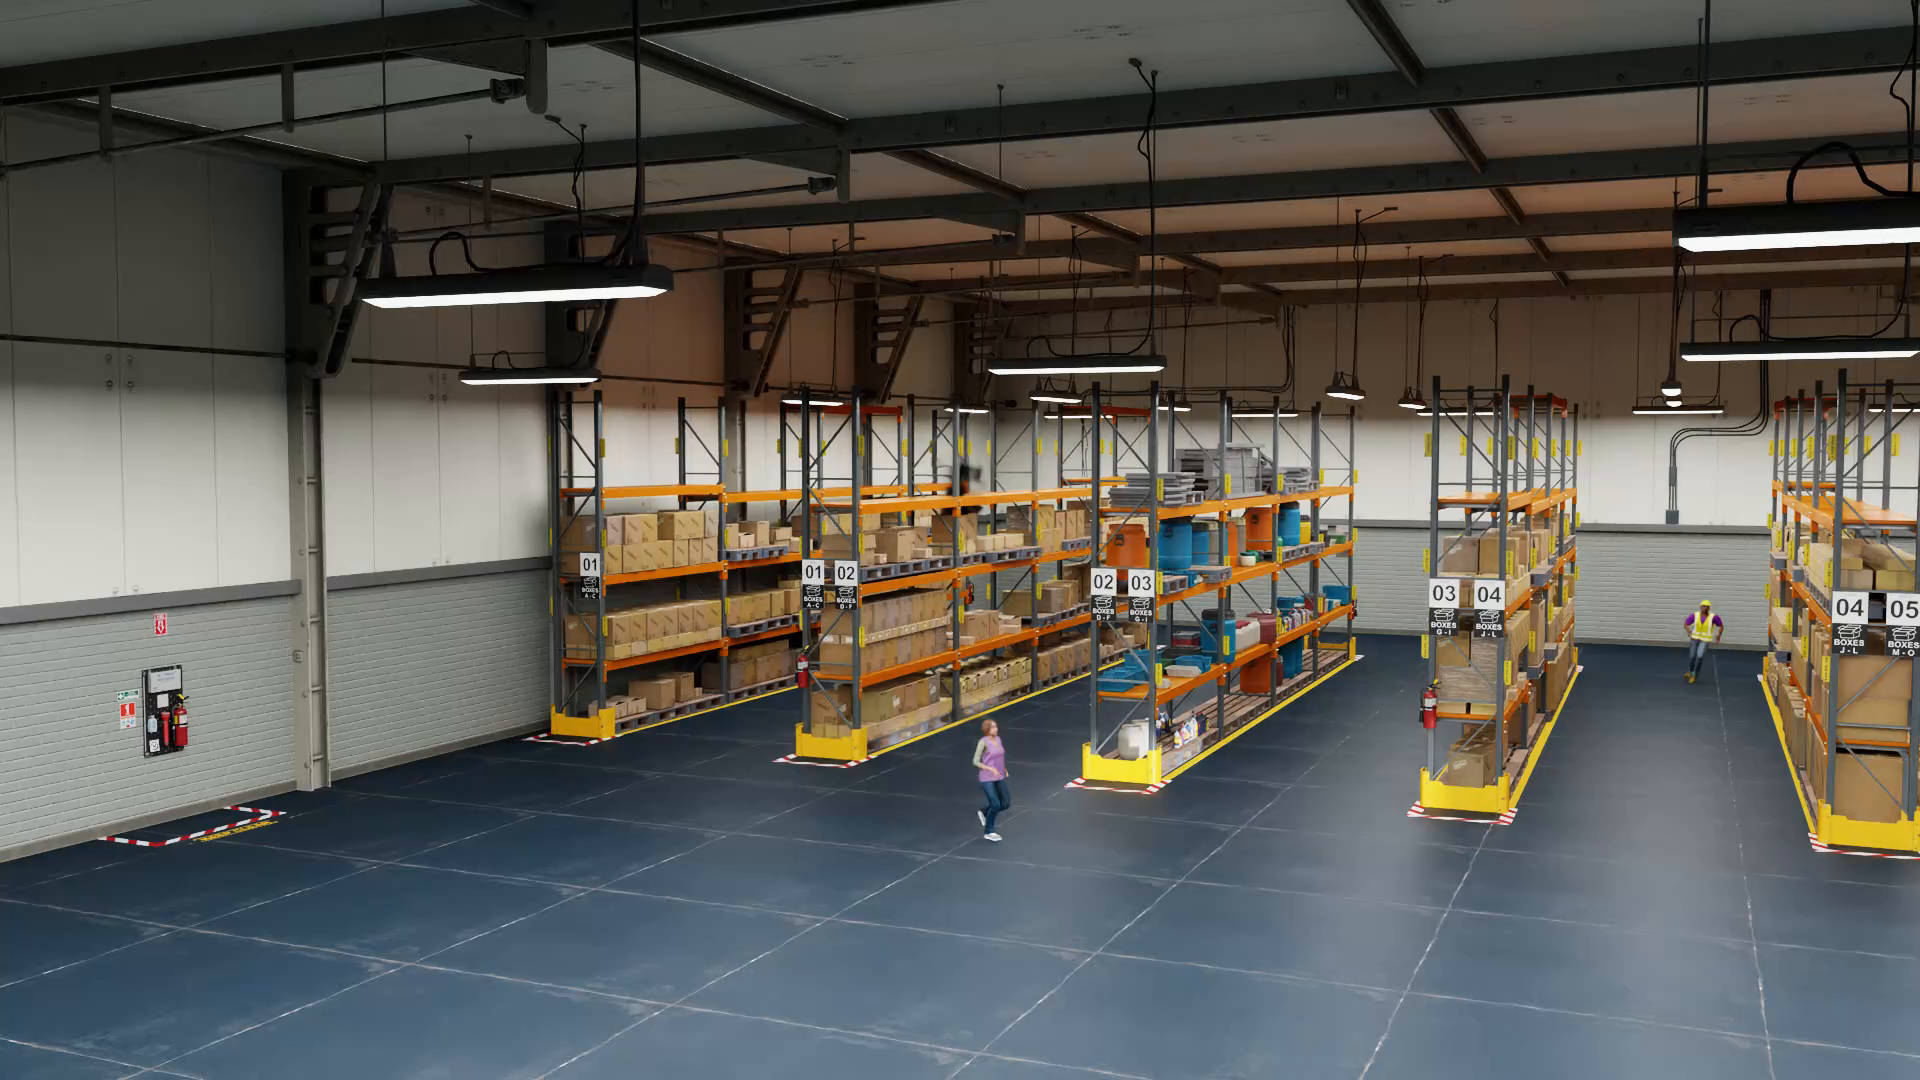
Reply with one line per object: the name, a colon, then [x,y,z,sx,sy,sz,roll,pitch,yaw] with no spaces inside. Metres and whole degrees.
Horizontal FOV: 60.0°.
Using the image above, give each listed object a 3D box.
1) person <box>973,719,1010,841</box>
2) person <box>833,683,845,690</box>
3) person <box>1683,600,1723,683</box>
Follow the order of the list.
person: [0.401,3.053,21.211,0.559,1.551,0.532,3,4,44]
person: [-2.111,2.398,30.702,0.716,1.736,0.835,1,3,24]
person: [15.870,2.173,35.588,0.760,1.788,0.747,2,4,37]
